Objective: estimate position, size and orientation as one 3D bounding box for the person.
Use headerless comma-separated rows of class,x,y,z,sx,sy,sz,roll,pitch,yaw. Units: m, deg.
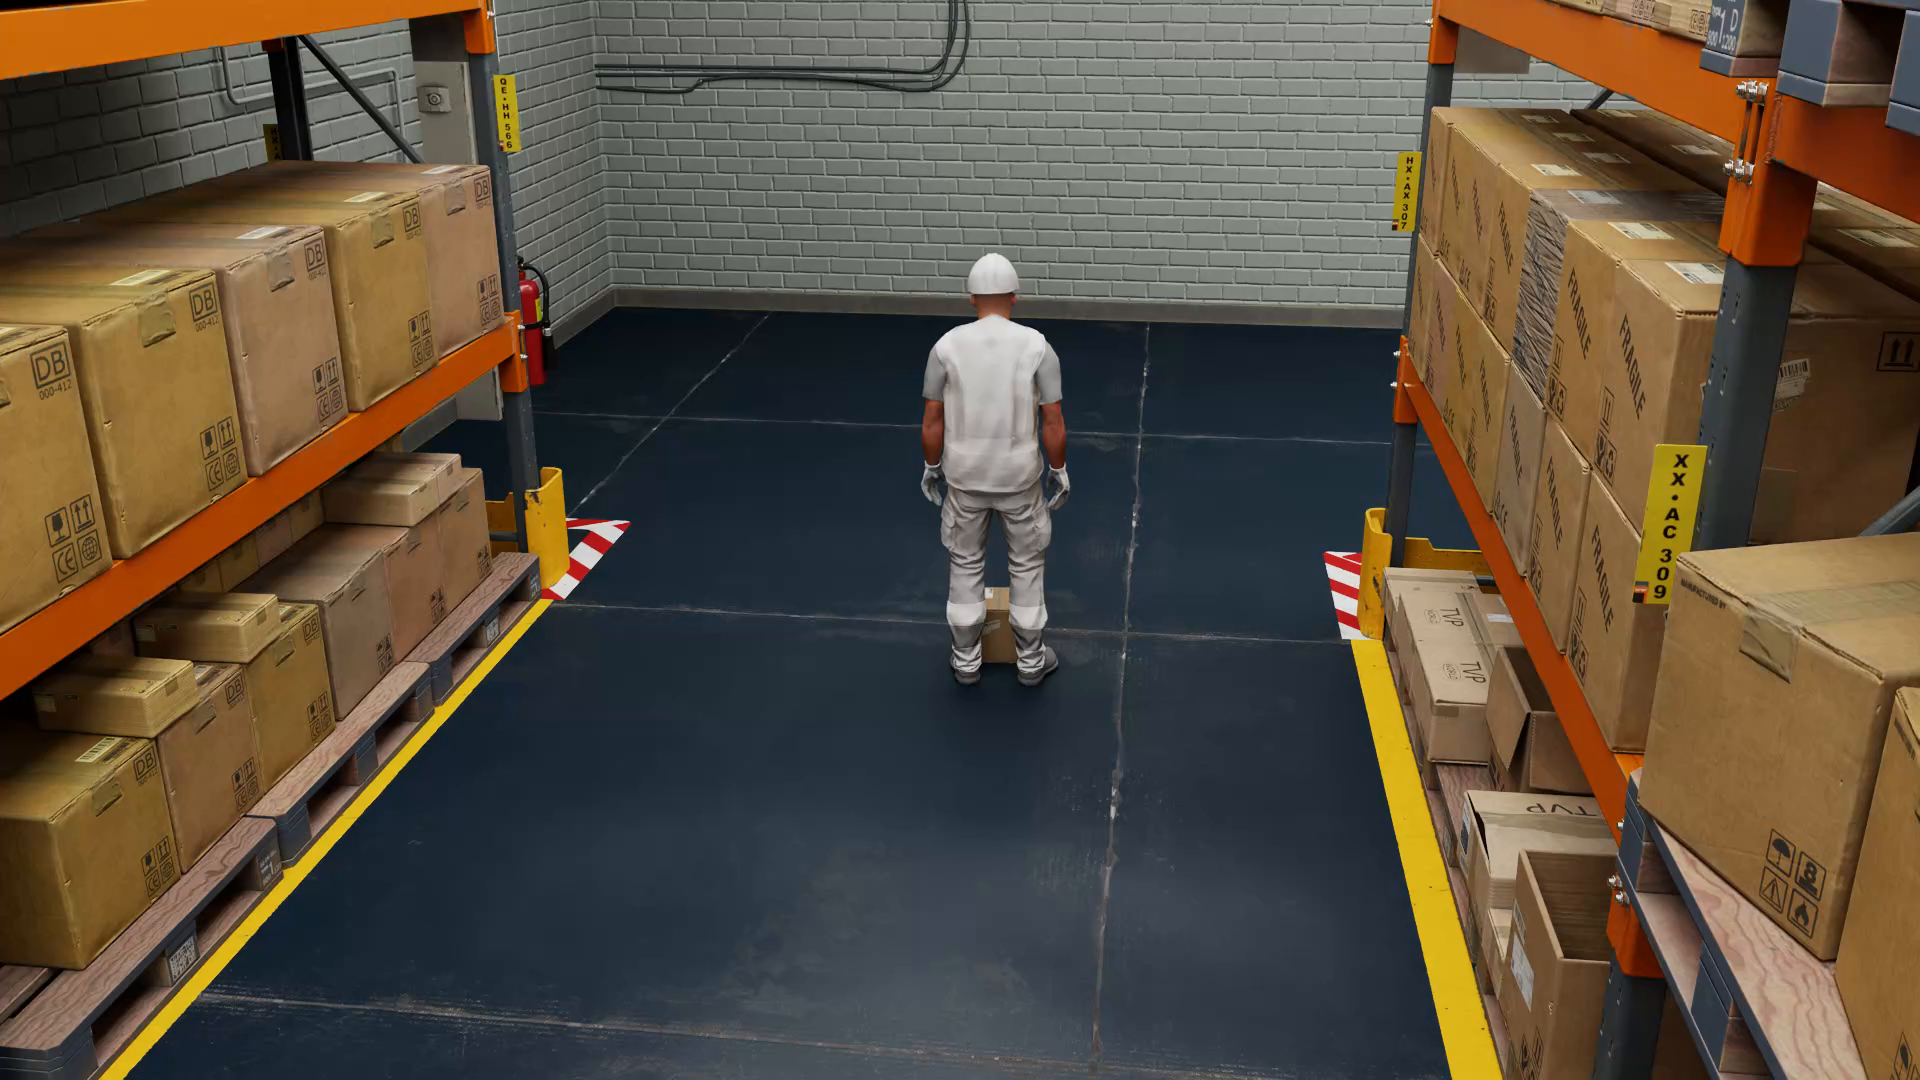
person,0.143,-0.263,6.746,0.610,1.780,0.448,3,21,7
